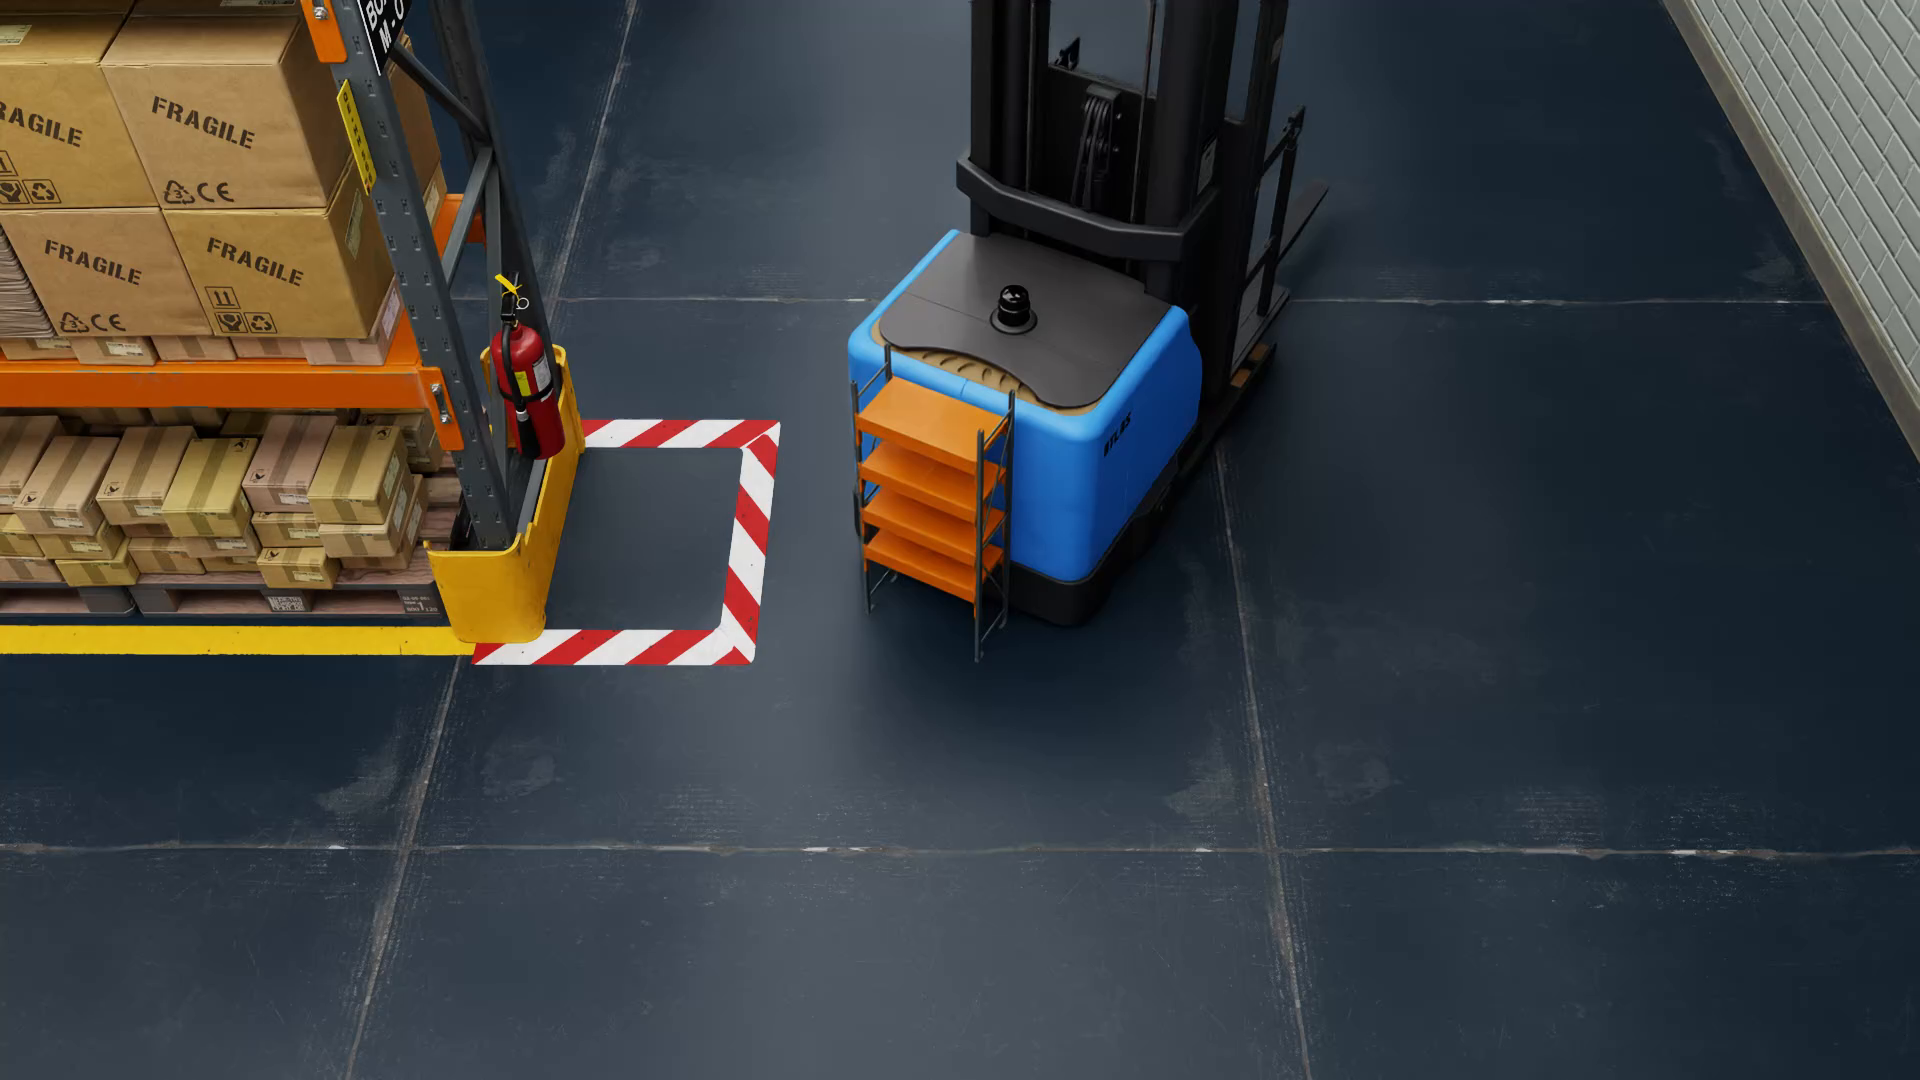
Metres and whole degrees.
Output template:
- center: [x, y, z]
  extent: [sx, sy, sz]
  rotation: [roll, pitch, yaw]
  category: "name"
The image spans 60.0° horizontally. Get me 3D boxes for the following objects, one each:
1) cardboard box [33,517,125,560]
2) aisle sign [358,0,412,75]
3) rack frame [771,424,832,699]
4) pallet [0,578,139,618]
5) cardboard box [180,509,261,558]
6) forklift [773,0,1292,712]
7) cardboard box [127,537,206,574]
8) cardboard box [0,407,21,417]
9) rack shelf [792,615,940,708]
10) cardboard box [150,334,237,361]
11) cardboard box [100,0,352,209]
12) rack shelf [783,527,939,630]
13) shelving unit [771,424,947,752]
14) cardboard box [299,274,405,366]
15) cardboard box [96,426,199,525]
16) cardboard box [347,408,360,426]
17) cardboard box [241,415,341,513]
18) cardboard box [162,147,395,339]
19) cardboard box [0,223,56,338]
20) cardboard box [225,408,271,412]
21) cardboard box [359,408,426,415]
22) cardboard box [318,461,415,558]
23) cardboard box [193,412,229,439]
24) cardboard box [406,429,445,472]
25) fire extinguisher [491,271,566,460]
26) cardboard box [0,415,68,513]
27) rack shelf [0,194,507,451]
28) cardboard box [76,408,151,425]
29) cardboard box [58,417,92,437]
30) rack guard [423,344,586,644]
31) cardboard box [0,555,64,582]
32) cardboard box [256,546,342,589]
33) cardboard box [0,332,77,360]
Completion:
- center: [-3.271, -0.112, 6.263]
  extent: [0.250, 0.149, 0.380]
  rotation: [1, 47, 1]
  category: "cardboard box"
- center: [-1.632, -1.720, 4.526]
  extent: [0.004, 0.787, 0.394]
  rotation: [0, 47, 0]
  category: "aisle sign"
- center: [-0.540, 0.107, 5.831]
  extent: [0.015, 1.200, 0.240]
  rotation: [22, 51, 19]
  category: "rack frame"
- center: [-3.809, -0.138, 6.734]
  extent: [1.213, 0.211, 1.003]
  rotation: [0, 47, 0]
  category: "pallet"
- center: [-2.753, -0.120, 6.270]
  extent: [0.250, 0.149, 0.380]
  rotation: [-2, 47, -1]
  category: "cardboard box"
- center: [0.511, -1.444, 6.091]
  extent: [1.130, 2.935, 3.031]
  rotation: [23, 51, 20]
  category: "forklift"
- center: [-3.000, -0.056, 6.414]
  extent: [0.250, 0.149, 0.380]
  rotation: [1, 47, 1]
  category: "cardboard box"
- center: [-3.795, -0.599, 6.512]
  extent: [0.250, 0.149, 0.380]
  rotation: [0, 47, 0]
  category: "cardboard box"
- center: [-0.327, 0.375, 5.944]
  extent: [0.480, 0.148, 0.258]
  rotation: [22, 51, 19]
  category: "rack shelf"
- center: [-2.531, -0.781, 5.599]
  extent: [0.250, 0.149, 0.380]
  rotation: [0, 47, 0]
  category: "cardboard box"
- center: [-2.163, -1.350, 5.002]
  extent: [0.500, 0.500, 0.500]
  rotation: [-1, 47, -1]
  category: "cardboard box"
- center: [-0.327, 0.088, 5.635]
  extent: [0.480, 0.148, 0.258]
  rotation: [22, 51, 19]
  category: "rack shelf"
- center: [-0.327, 0.194, 5.750]
  extent: [0.503, 1.200, 0.258]
  rotation: [22, 51, 19]
  category: "shelving unit"
- center: [-2.031, -0.763, 5.582]
  extent: [0.250, 0.149, 0.380]
  rotation: [0, 47, 0]
  category: "cardboard box"
- center: [-3.004, -0.242, 6.181]
  extent: [0.250, 0.149, 0.380]
  rotation: [-2, 47, -1]
  category: "cardboard box"
- center: [-2.501, -0.559, 6.678]
  extent: [0.250, 0.149, 0.380]
  rotation: [0, 47, 0]
  category: "cardboard box"
- center: [-2.485, -0.287, 6.223]
  extent: [0.250, 0.149, 0.380]
  rotation: [1, 47, 1]
  category: "cardboard box"
- center: [-2.154, -1.003, 5.362]
  extent: [0.500, 0.500, 0.500]
  rotation: [1, 47, 1]
  category: "cardboard box"
- center: [-3.176, -1.002, 5.362]
  extent: [0.500, 0.500, 0.500]
  rotation: [0, 47, 0]
  category: "cardboard box"
- center: [-2.754, -0.686, 6.594]
  extent: [0.250, 0.149, 0.380]
  rotation: [0, 47, 0]
  category: "cardboard box"
- center: [-2.227, -0.679, 6.587]
  extent: [0.250, 0.149, 0.380]
  rotation: [-2, 47, -2]
  category: "cardboard box"
- center: [-2.233, -0.120, 6.270]
  extent: [0.250, 0.149, 0.380]
  rotation: [-1, 47, -1]
  category: "cardboard box"
- center: [-3.002, -0.575, 6.693]
  extent: [0.250, 0.149, 0.380]
  rotation: [1, 47, 1]
  category: "cardboard box"
- center: [-2.227, -0.462, 6.791]
  extent: [0.250, 0.149, 0.380]
  rotation: [1, 47, 1]
  category: "cardboard box"
- center: [-1.454, -0.562, 5.532]
  extent: [0.183, 0.674, 0.296]
  rotation: [0, 47, 0]
  category: "fire extinguisher"
- center: [-3.536, -0.284, 6.220]
  extent: [0.250, 0.149, 0.380]
  rotation: [-1, 47, -1]
  category: "cardboard box"
- center: [-3.704, -0.815, 5.951]
  extent: [4.000, 0.370, 1.077]
  rotation: [0, 47, 0]
  category: "rack shelf"
- center: [-3.280, -0.634, 6.545]
  extent: [0.250, 0.149, 0.380]
  rotation: [2, 47, 2]
  category: "cardboard box"
- center: [-3.539, -0.476, 6.602]
  extent: [0.250, 0.149, 0.380]
  rotation: [2, 47, 2]
  category: "cardboard box"
- center: [-1.780, -0.203, 6.597]
  extent: [0.348, 0.500, 1.175]
  rotation: [0, 47, 0]
  category: "rack guard"
- center: [-3.528, -0.027, 6.386]
  extent: [0.250, 0.149, 0.380]
  rotation: [1, 47, 1]
  category: "cardboard box"
- center: [-2.489, -0.001, 6.363]
  extent: [0.250, 0.149, 0.380]
  rotation: [1, 47, 1]
  category: "cardboard box"
- center: [-3.049, -0.786, 5.604]
  extent: [0.250, 0.149, 0.380]
  rotation: [-2, 47, -2]
  category: "cardboard box"
